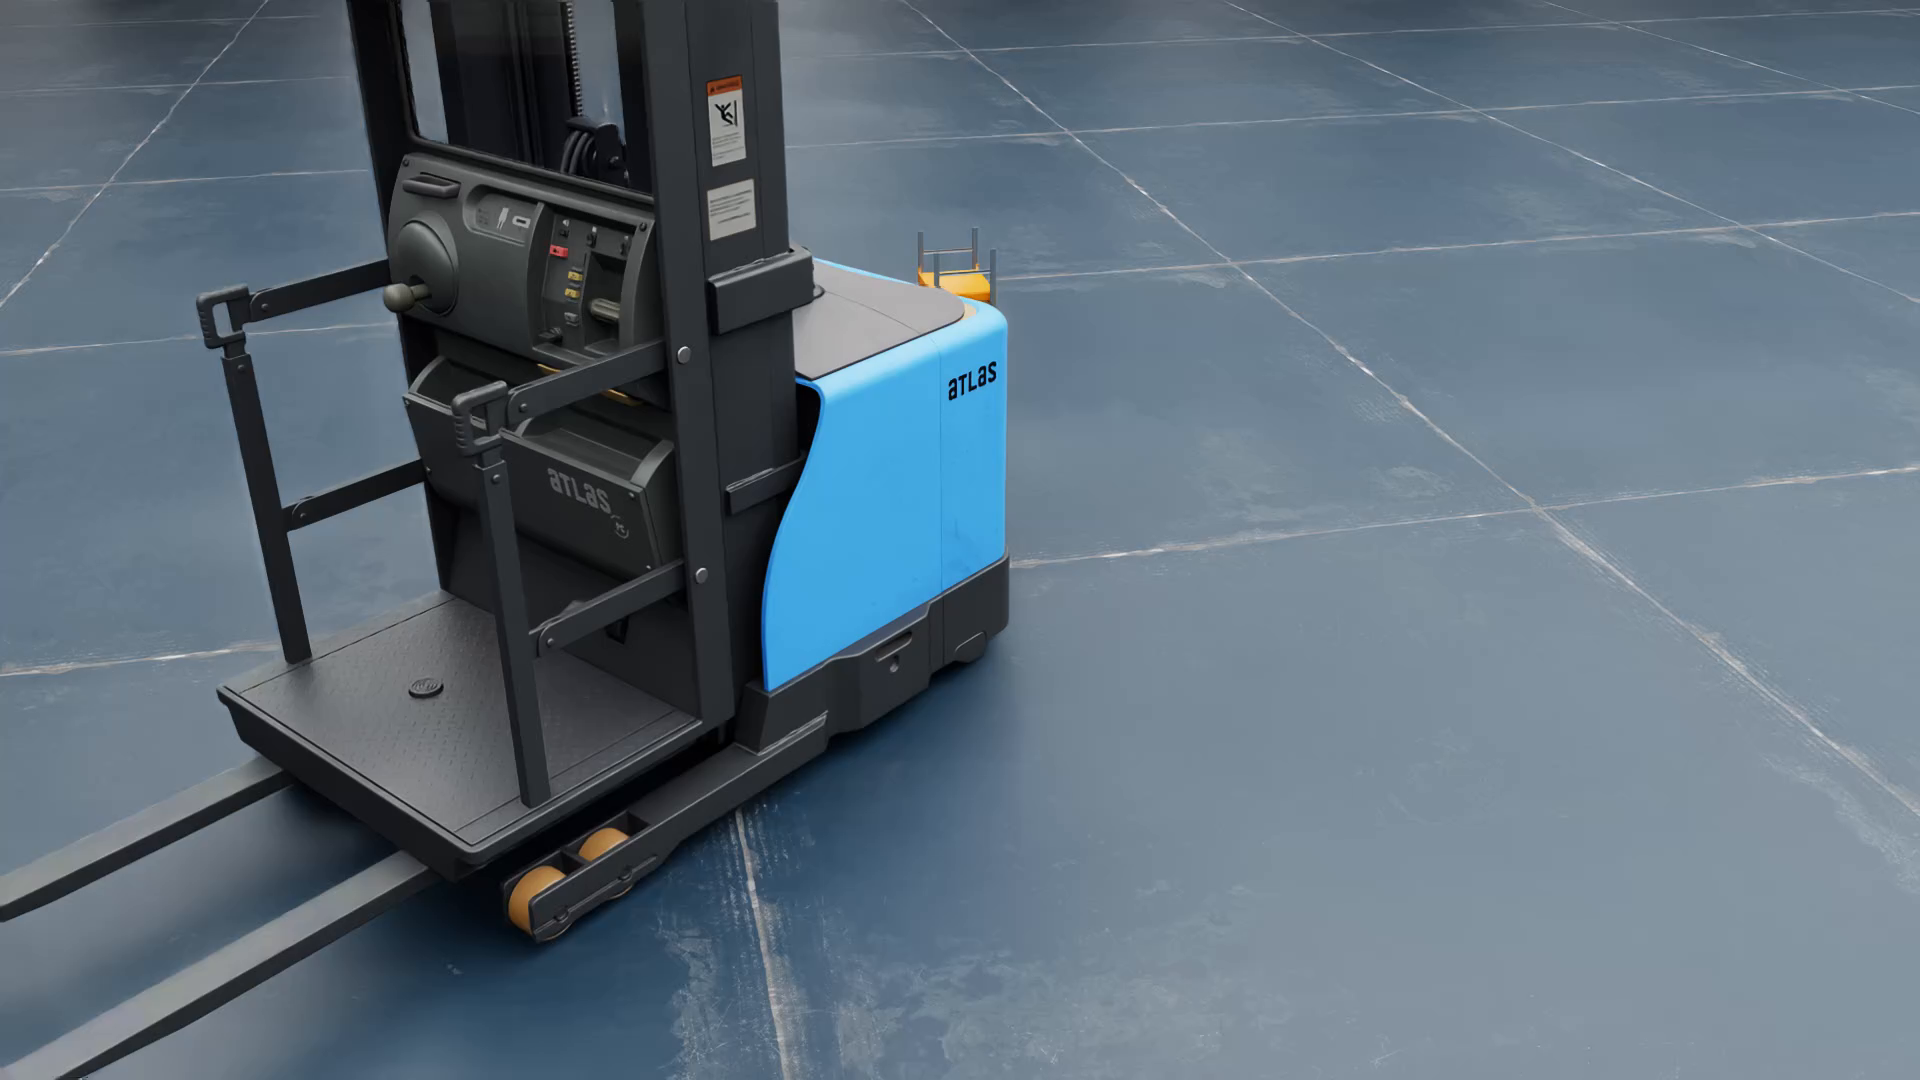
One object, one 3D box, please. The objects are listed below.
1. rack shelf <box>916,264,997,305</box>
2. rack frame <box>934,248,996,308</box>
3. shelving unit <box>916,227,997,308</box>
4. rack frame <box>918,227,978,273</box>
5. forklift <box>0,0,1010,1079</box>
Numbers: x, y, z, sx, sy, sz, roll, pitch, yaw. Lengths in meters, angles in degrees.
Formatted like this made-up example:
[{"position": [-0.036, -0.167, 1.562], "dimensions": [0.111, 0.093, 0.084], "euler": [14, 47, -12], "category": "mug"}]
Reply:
[{"position": [-0.012, -0.736, 5.437], "dimensions": [0.215, 0.259, 0.240], "euler": [-6, 27, -12], "category": "rack shelf"}, {"position": [0.015, -0.439, 5.454], "dimensions": [0.200, 1.050, 0.008], "euler": [-6, 27, -12], "category": "rack frame"}, {"position": [-0.012, -0.492, 5.560], "dimensions": [0.215, 1.050, 0.252], "euler": [-6, 27, -12], "category": "shelving unit"}, {"position": [-0.040, -0.546, 5.666], "dimensions": [0.200, 1.050, 0.008], "euler": [-6, 27, -12], "category": "rack frame"}, {"position": [-1.175, -0.628, 3.741], "dimensions": [1.130, 2.935, 3.031], "euler": [20, 33, 35], "category": "forklift"}]
